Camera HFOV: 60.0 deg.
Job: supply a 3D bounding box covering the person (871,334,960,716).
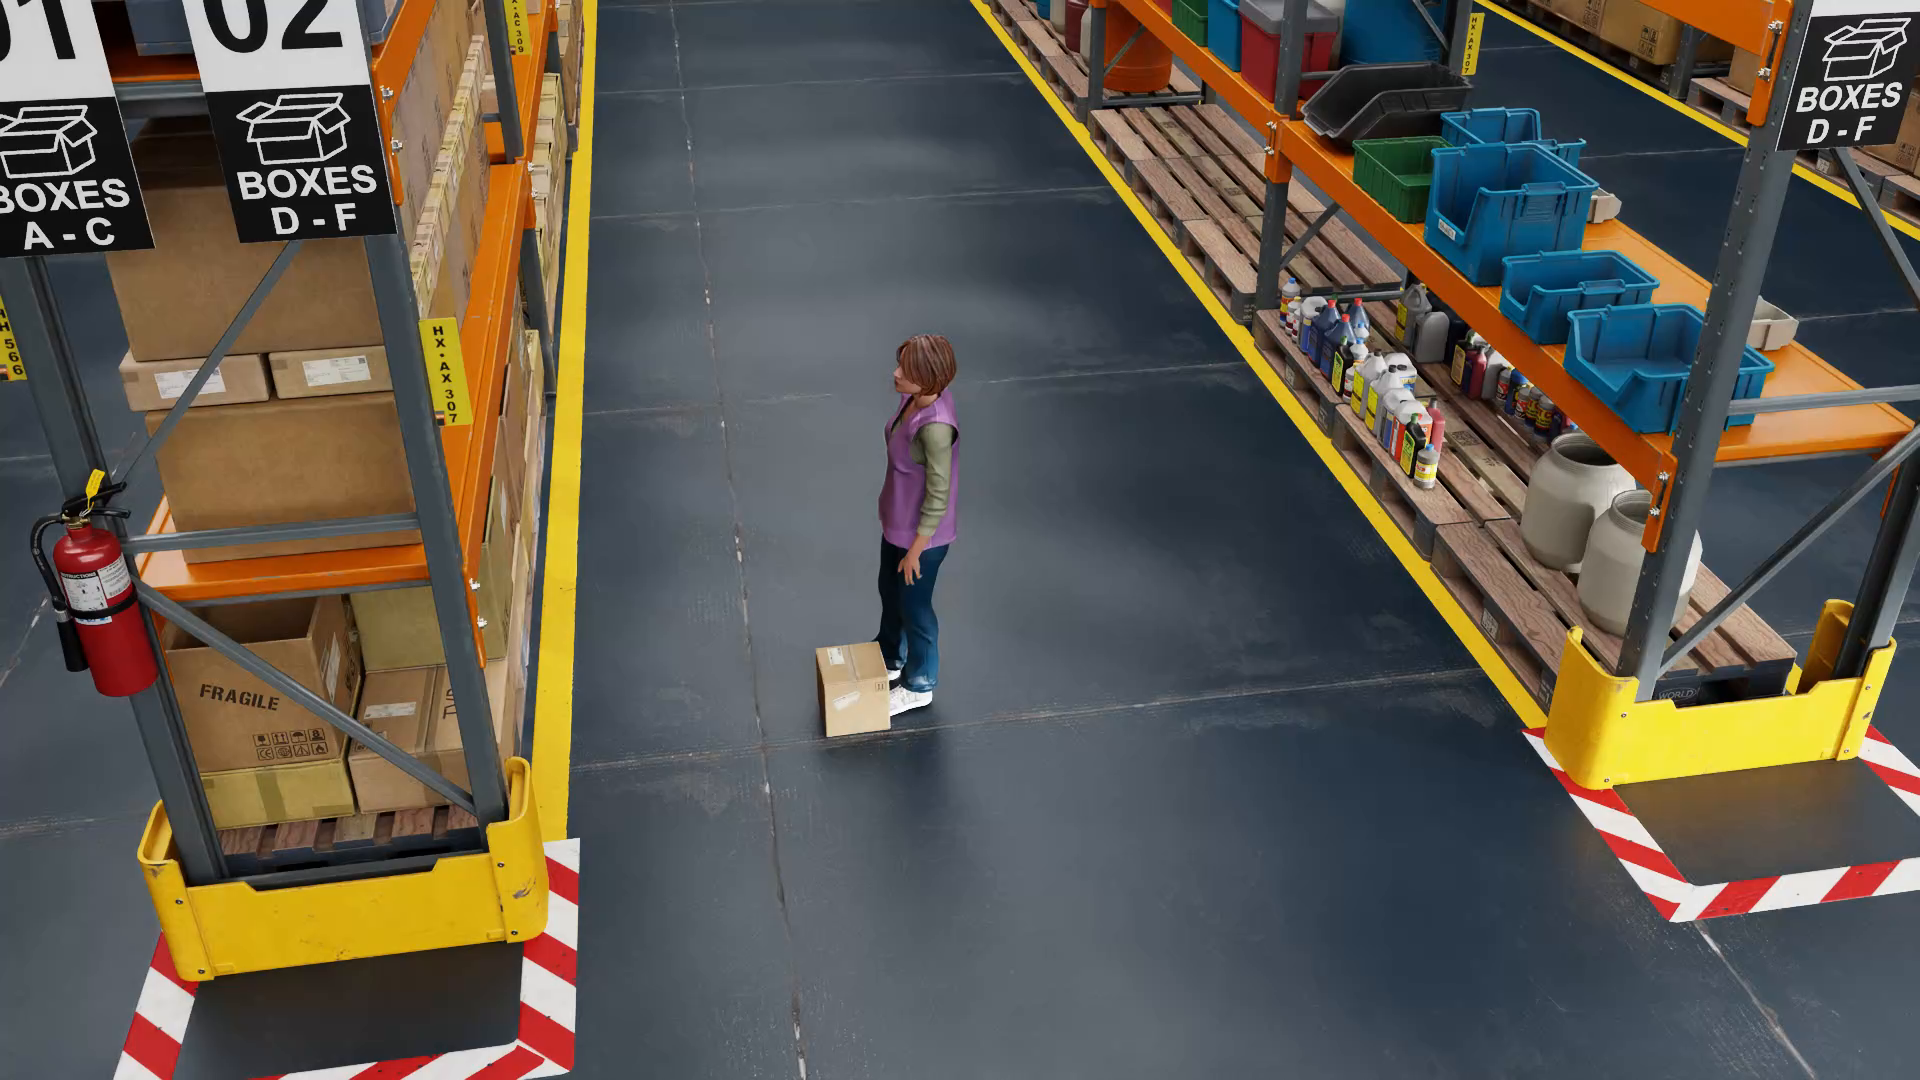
[{"bbox_3d":[-0.241,-0.038,6.188,0.475,1.596,0.520,-5,32,-9],"label":"person"}]
